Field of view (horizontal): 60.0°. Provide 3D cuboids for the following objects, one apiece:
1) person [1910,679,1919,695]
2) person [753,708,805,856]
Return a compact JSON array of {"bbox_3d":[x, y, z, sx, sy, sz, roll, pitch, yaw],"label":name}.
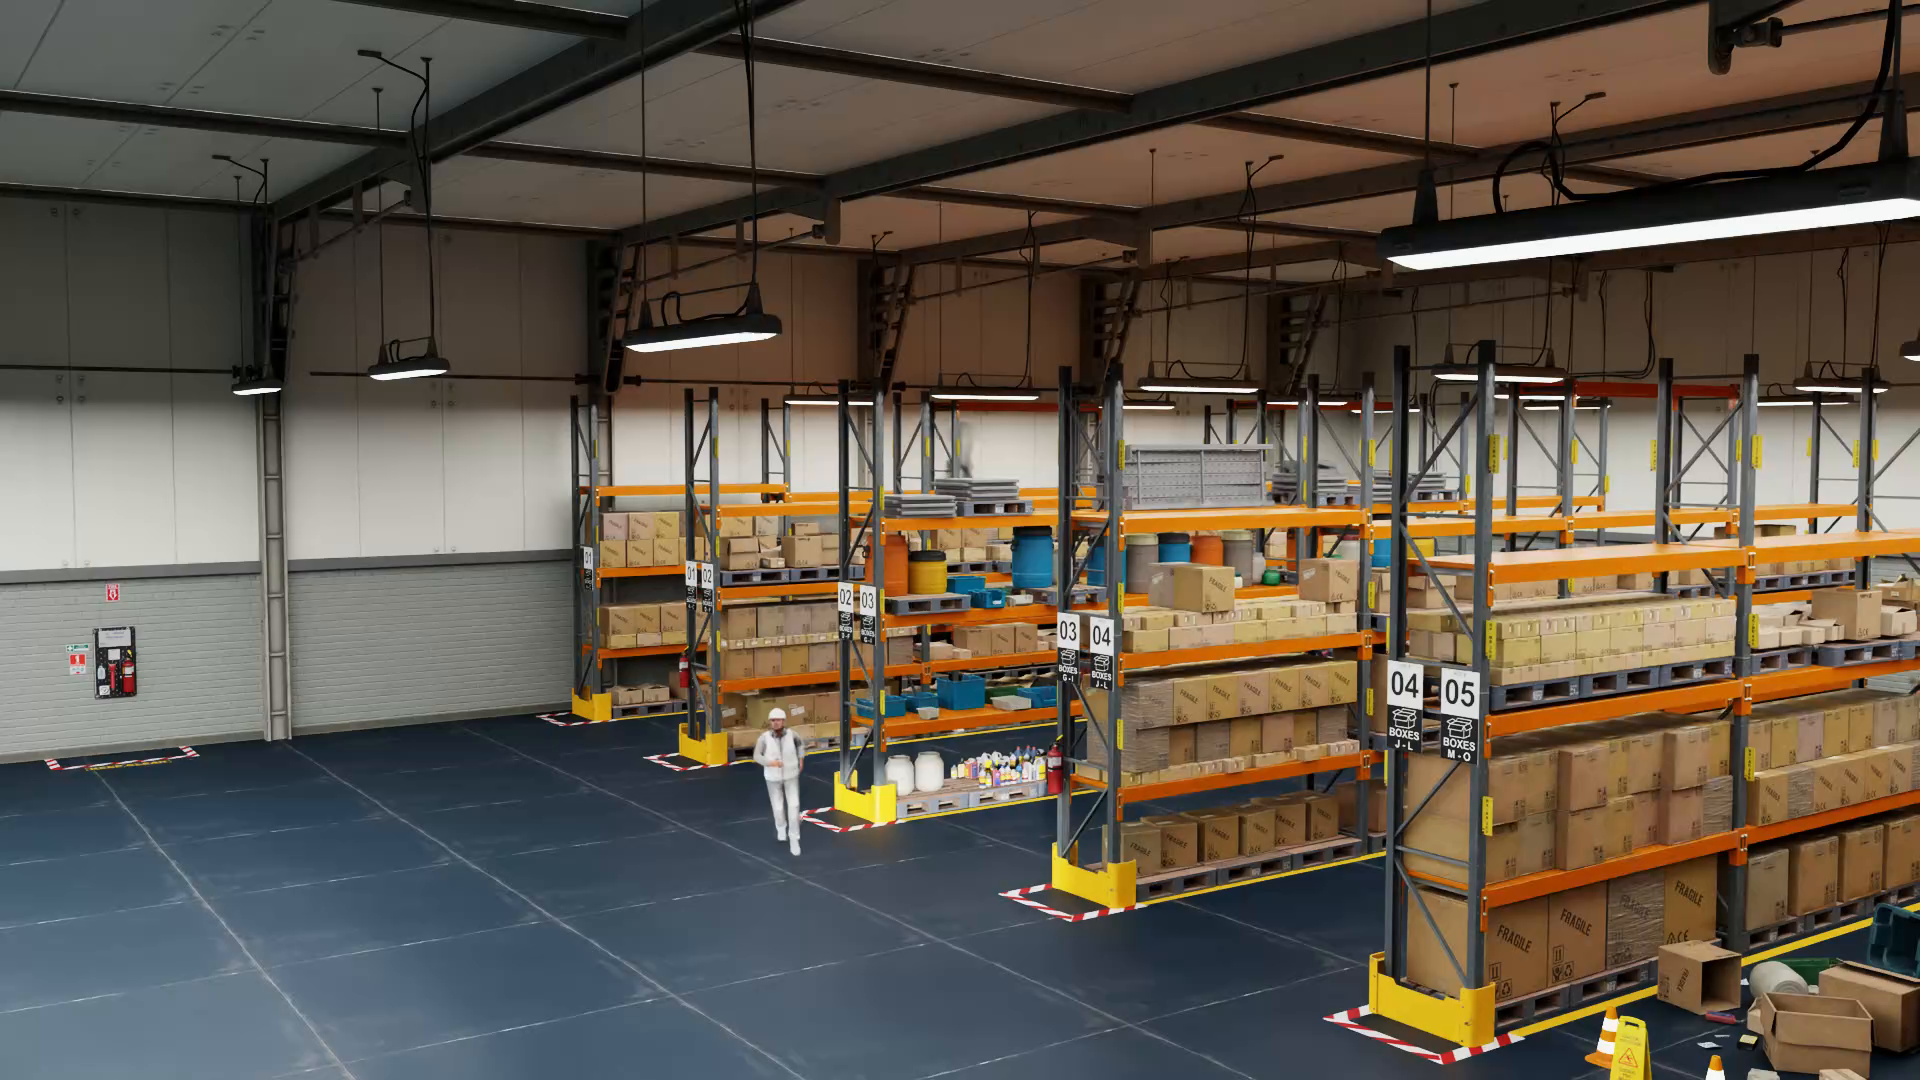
[{"bbox_3d":[13.957,2.845,24.239,0.890,1.671,0.612,-3,4,-40],"label":"person"},{"bbox_3d":[-2.279,3.008,20.989,0.655,1.787,0.917,-1,3,-9],"label":"person"}]
